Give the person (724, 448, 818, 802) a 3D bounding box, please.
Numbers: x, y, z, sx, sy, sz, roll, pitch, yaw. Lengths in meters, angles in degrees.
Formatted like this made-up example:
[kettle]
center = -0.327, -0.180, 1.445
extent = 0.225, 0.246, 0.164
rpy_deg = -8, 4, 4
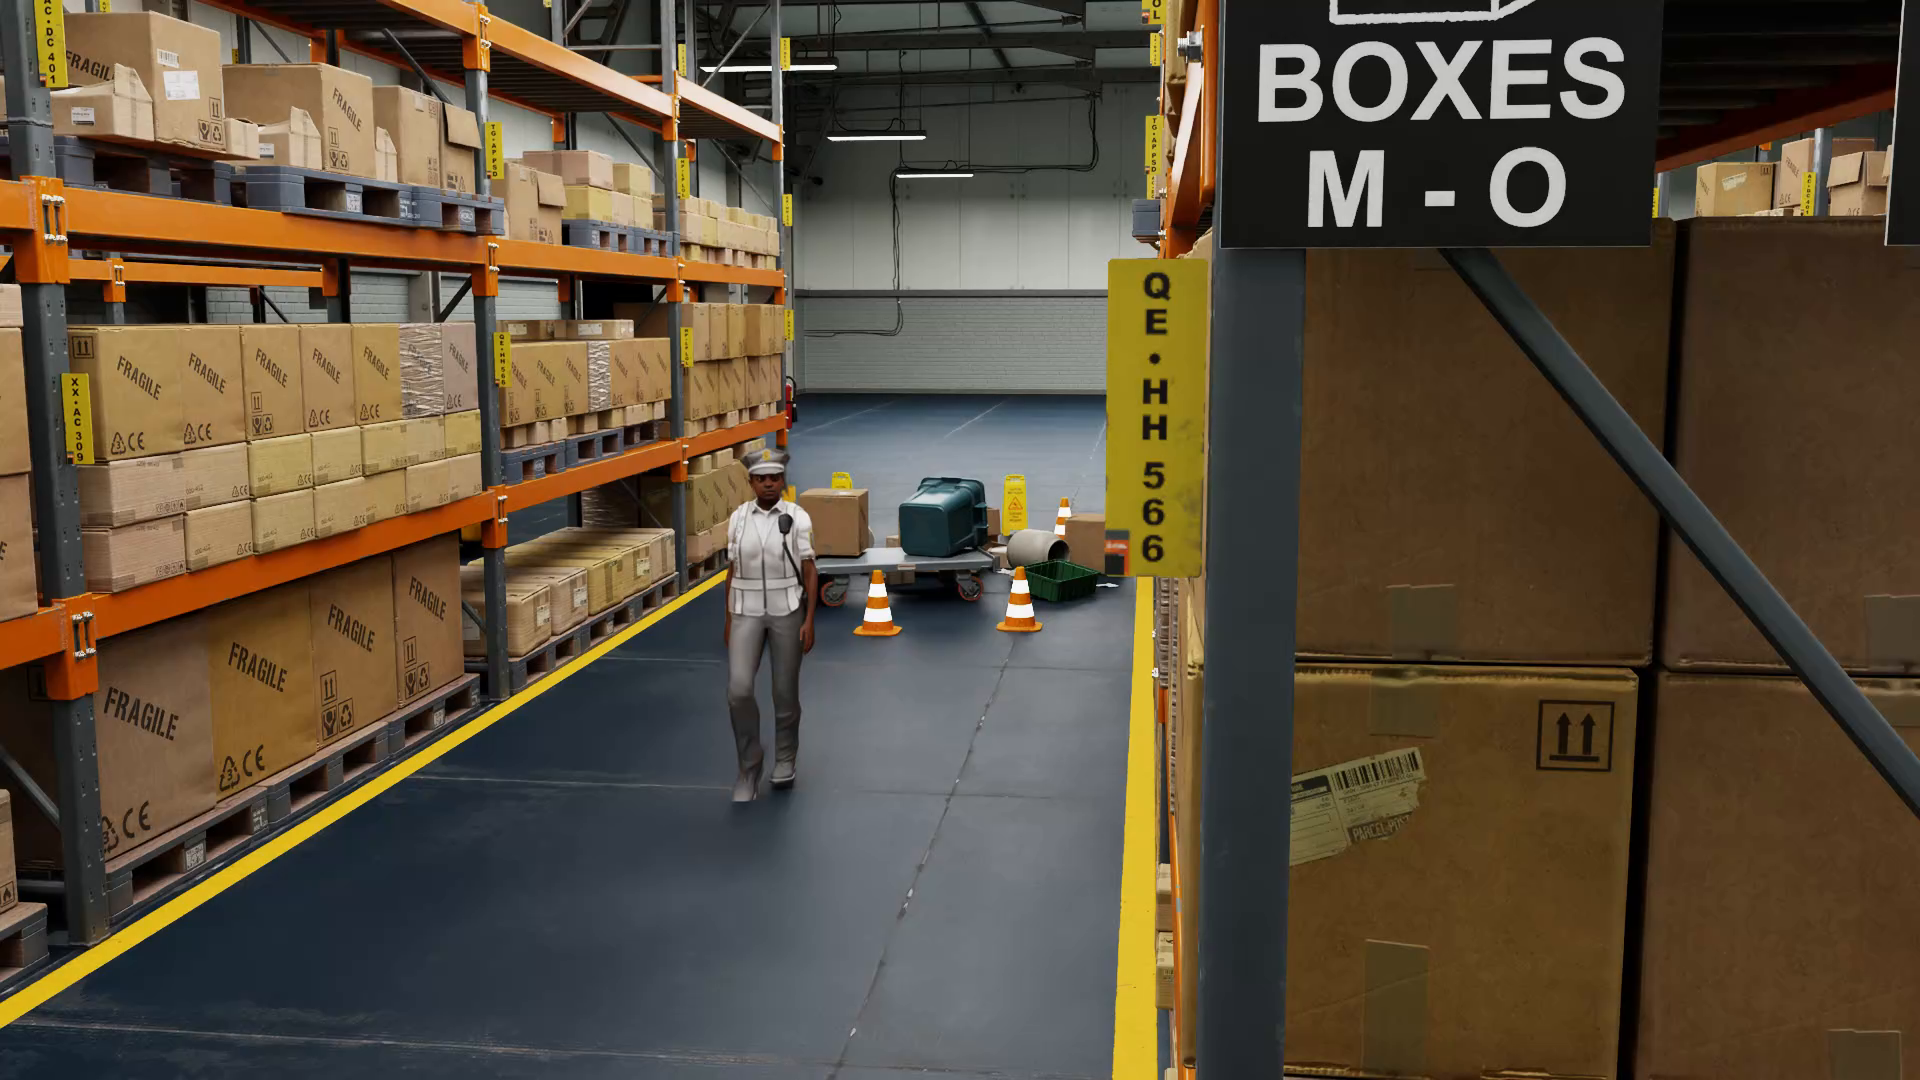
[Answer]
[person]
center = -0.940, 0.422, 8.189
extent = 0.484, 1.756, 0.503
rpy_deg = 0, 8, 0
